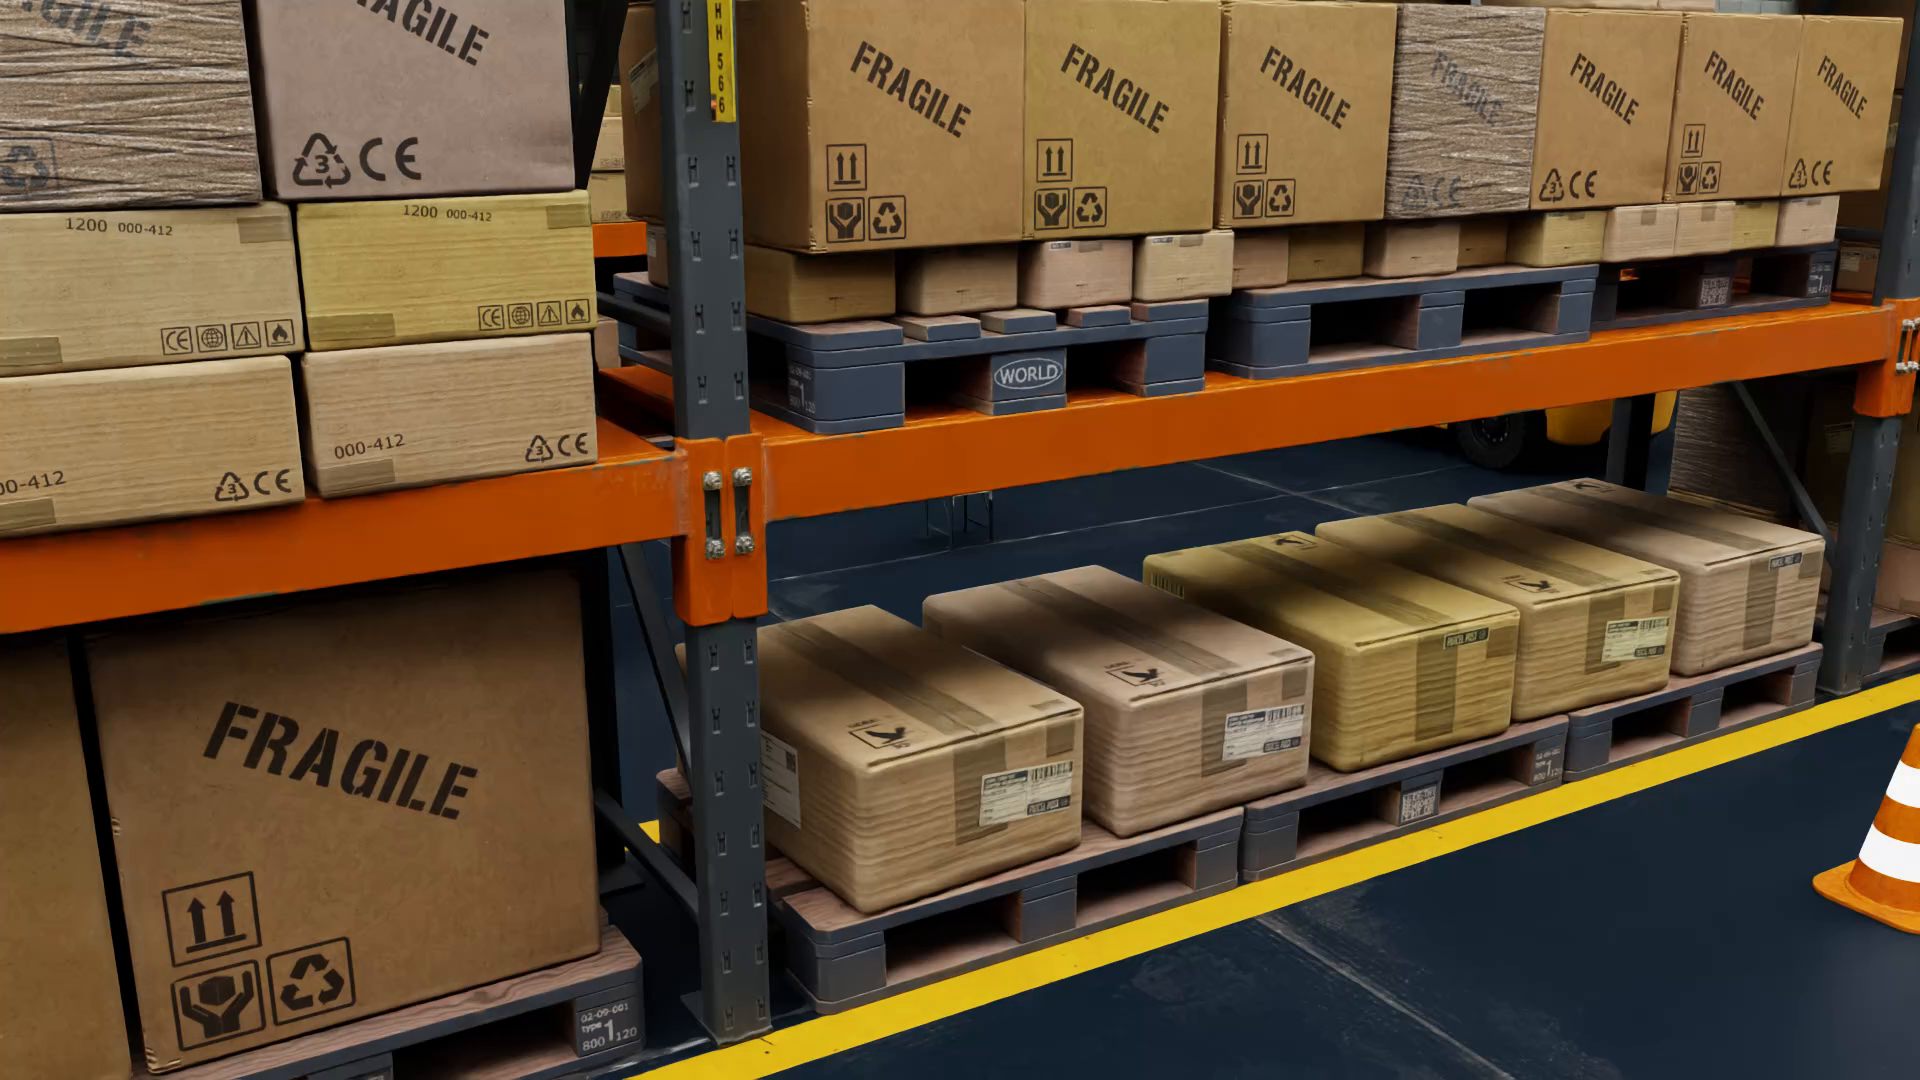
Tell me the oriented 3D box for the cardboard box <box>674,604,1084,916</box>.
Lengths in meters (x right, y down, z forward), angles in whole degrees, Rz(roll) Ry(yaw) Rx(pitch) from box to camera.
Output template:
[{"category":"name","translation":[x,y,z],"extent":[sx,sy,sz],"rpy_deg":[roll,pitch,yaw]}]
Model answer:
[{"category":"cardboard box","translation":[-0.226,0.504,4.146],"extent":[0.625,0.372,0.950],"rpy_deg":[-11,19,-33]}]

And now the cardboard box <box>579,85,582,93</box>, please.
[{"category":"cardboard box","translation":[-1.998,-2.128,8.056],"extent":[0.250,0.149,0.380],"rpy_deg":[-9,18,-29]}]

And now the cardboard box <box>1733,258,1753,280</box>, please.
[{"category":"cardboard box","translation":[2.831,-1.033,6.005],"extent":[0.250,0.149,0.380],"rpy_deg":[-9,18,-30]}]

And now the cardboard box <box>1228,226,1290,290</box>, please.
[{"category":"cardboard box","translation":[0.589,-0.711,4.074],"extent":[0.250,0.149,0.380],"rpy_deg":[-8,18,-26]}]

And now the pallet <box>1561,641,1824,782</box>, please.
[{"category":"pallet","translation":[2.046,0.412,5.549],"extent":[1.213,0.211,1.003],"rpy_deg":[-9,18,-30]}]

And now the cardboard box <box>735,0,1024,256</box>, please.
[{"category":"cardboard box","translation":[-0.211,-0.886,3.498],"extent":[0.500,0.500,0.500],"rpy_deg":[-10,18,-31]}]

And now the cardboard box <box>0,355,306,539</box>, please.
[{"category":"cardboard box","translation":[-1.446,-0.206,2.865],"extent":[0.500,0.250,0.500],"rpy_deg":[-9,18,-29]}]

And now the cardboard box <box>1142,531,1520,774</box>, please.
[{"category":"cardboard box","translation":[1.055,0.295,4.890],"extent":[0.625,0.372,0.950],"rpy_deg":[-9,18,-28]}]

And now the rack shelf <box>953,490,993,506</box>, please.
[{"category":"rack shelf","translation":[-0.007,-0.227,7.342],"extent":[0.200,0.077,0.258],"rpy_deg":[-9,18,-30]}]

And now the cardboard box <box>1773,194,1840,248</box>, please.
[{"category":"cardboard box","translation":[2.414,-0.985,5.054],"extent":[0.250,0.149,0.380],"rpy_deg":[-9,18,-29]}]

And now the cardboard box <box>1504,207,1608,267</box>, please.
[{"category":"cardboard box","translation":[1.532,-0.847,4.560],"extent":[0.250,0.149,0.380],"rpy_deg":[-9,18,-30]}]

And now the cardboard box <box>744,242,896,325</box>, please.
[{"category":"cardboard box","translation":[-0.342,-0.567,3.561],"extent":[0.250,0.149,0.380],"rpy_deg":[-10,19,-33]}]

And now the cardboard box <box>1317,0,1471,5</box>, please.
[{"category":"cardboard box","translation":[1.249,-1.587,4.797],"extent":[0.250,0.149,0.380],"rpy_deg":[-8,18,-27]}]

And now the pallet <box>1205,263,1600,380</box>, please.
[{"category":"pallet","translation":[0.960,-0.675,4.617],"extent":[1.213,0.211,1.003],"rpy_deg":[-9,18,-30]}]

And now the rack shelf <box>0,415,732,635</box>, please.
[{"category":"rack shelf","translation":[-2.430,0.141,2.681],"extent":[4.000,0.370,1.077],"rpy_deg":[-9,18,-30]}]

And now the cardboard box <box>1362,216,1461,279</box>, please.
[{"category":"cardboard box","translation":[1.069,-0.780,4.323],"extent":[0.250,0.149,0.380],"rpy_deg":[-9,18,-28]}]

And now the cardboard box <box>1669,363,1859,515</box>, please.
[{"category":"cardboard box","translation":[3.082,-0.423,6.288],"extent":[0.500,0.500,0.500],"rpy_deg":[-9,18,-30]}]

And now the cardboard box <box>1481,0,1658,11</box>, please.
[{"category":"cardboard box","translation":[1.626,-1.486,4.439],"extent":[0.250,0.149,0.380],"rpy_deg":[-10,19,-32]}]

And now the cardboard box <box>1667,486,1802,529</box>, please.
[{"category":"cardboard box","translation":[3.081,-0.062,6.389],"extent":[0.500,0.250,0.500],"rpy_deg":[-8,18,-27]}]

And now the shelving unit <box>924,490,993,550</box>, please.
[{"category":"shelving unit","translation":[-0.007,-0.432,7.284],"extent":[0.210,0.900,0.258],"rpy_deg":[-9,18,-30]}]

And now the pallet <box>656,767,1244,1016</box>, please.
[{"category":"pallet","translation":[-0.045,0.751,4.339],"extent":[1.213,0.211,1.003],"rpy_deg":[-9,18,-30]}]

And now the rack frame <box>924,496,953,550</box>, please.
[{"category":"rack frame","translation":[-0.094,-0.418,7.234],"extent":[0.006,0.900,0.240],"rpy_deg":[-9,18,-30]}]

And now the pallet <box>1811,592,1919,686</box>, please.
[{"category":"pallet","translation":[3.270,0.202,6.298],"extent":[1.213,0.211,1.003],"rpy_deg":[-9,18,-30]}]

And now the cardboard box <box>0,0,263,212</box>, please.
[{"category":"cardboard box","translation":[-1.460,-0.807,2.694],"extent":[0.500,0.500,0.500],"rpy_deg":[-9,18,-29]}]

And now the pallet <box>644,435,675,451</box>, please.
[{"category":"pallet","translation":[-1.505,-0.562,9.025],"extent":[1.213,0.211,1.003],"rpy_deg":[-9,18,-30]}]

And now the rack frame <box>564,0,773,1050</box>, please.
[{"category":"rack frame","translation":[-0.716,-0.483,3.576],"extent":[0.127,3.000,1.000],"rpy_deg":[-9,18,-30]}]

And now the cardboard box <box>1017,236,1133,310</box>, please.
[{"category":"cardboard box","translation":[0.176,-0.625,3.771],"extent":[0.250,0.149,0.380],"rpy_deg":[-11,19,-33]}]

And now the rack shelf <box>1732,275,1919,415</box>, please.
[{"category":"rack shelf","translation":[4.427,-0.971,6.649],"extent":[4.000,0.370,1.077],"rpy_deg":[-9,18,-30]}]

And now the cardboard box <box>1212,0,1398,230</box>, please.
[{"category":"cardboard box","translation":[0.684,-1.035,4.031],"extent":[0.500,0.500,0.500],"rpy_deg":[-9,18,-29]}]

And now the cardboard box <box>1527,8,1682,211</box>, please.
[{"category":"cardboard box","translation":[1.565,-1.176,4.533],"extent":[0.500,0.500,0.500],"rpy_deg":[-9,18,-28]}]

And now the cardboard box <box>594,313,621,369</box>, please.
[{"category":"cardboard box","translation":[-2.178,-0.866,8.564],"extent":[0.625,0.625,0.875],"rpy_deg":[-9,18,-28]}]

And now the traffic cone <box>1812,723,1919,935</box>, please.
[{"category":"traffic cone","translation":[2.371,0.679,4.132],"extent":[0.334,0.463,0.336],"rpy_deg":[-9,18,-30]}]

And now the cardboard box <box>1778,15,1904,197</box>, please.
[{"category":"cardboard box","translation":[2.435,-1.315,5.031],"extent":[0.500,0.500,0.500],"rpy_deg":[-10,18,-31]}]

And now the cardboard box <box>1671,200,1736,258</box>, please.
[{"category":"cardboard box","translation":[1.976,-0.908,4.780],"extent":[0.250,0.149,0.380],"rpy_deg":[-10,18,-31]}]

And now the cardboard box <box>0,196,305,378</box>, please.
[{"category":"cardboard box","translation":[-1.438,-0.453,2.822],"extent":[0.500,0.250,0.500],"rpy_deg":[-10,18,-31]}]

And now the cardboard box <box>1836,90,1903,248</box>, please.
[{"category":"cardboard box","translation":[3.234,-1.227,5.494],"extent":[0.500,0.500,0.500],"rpy_deg":[-9,18,-30]}]

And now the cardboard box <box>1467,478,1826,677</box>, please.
[{"category":"cardboard box","translation":[2.265,0.097,5.596],"extent":[0.625,0.372,0.950],"rpy_deg":[-9,18,-29]}]

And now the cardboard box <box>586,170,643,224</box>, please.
[{"category":"cardboard box","translation":[-1.898,-1.706,8.216],"extent":[0.500,0.250,0.500],"rpy_deg":[-10,18,-31]}]

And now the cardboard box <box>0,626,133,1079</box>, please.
[{"category":"cardboard box","translation":[-2.118,0.537,3.093],"extent":[0.875,0.875,0.875],"rpy_deg":[-9,18,-29]}]
